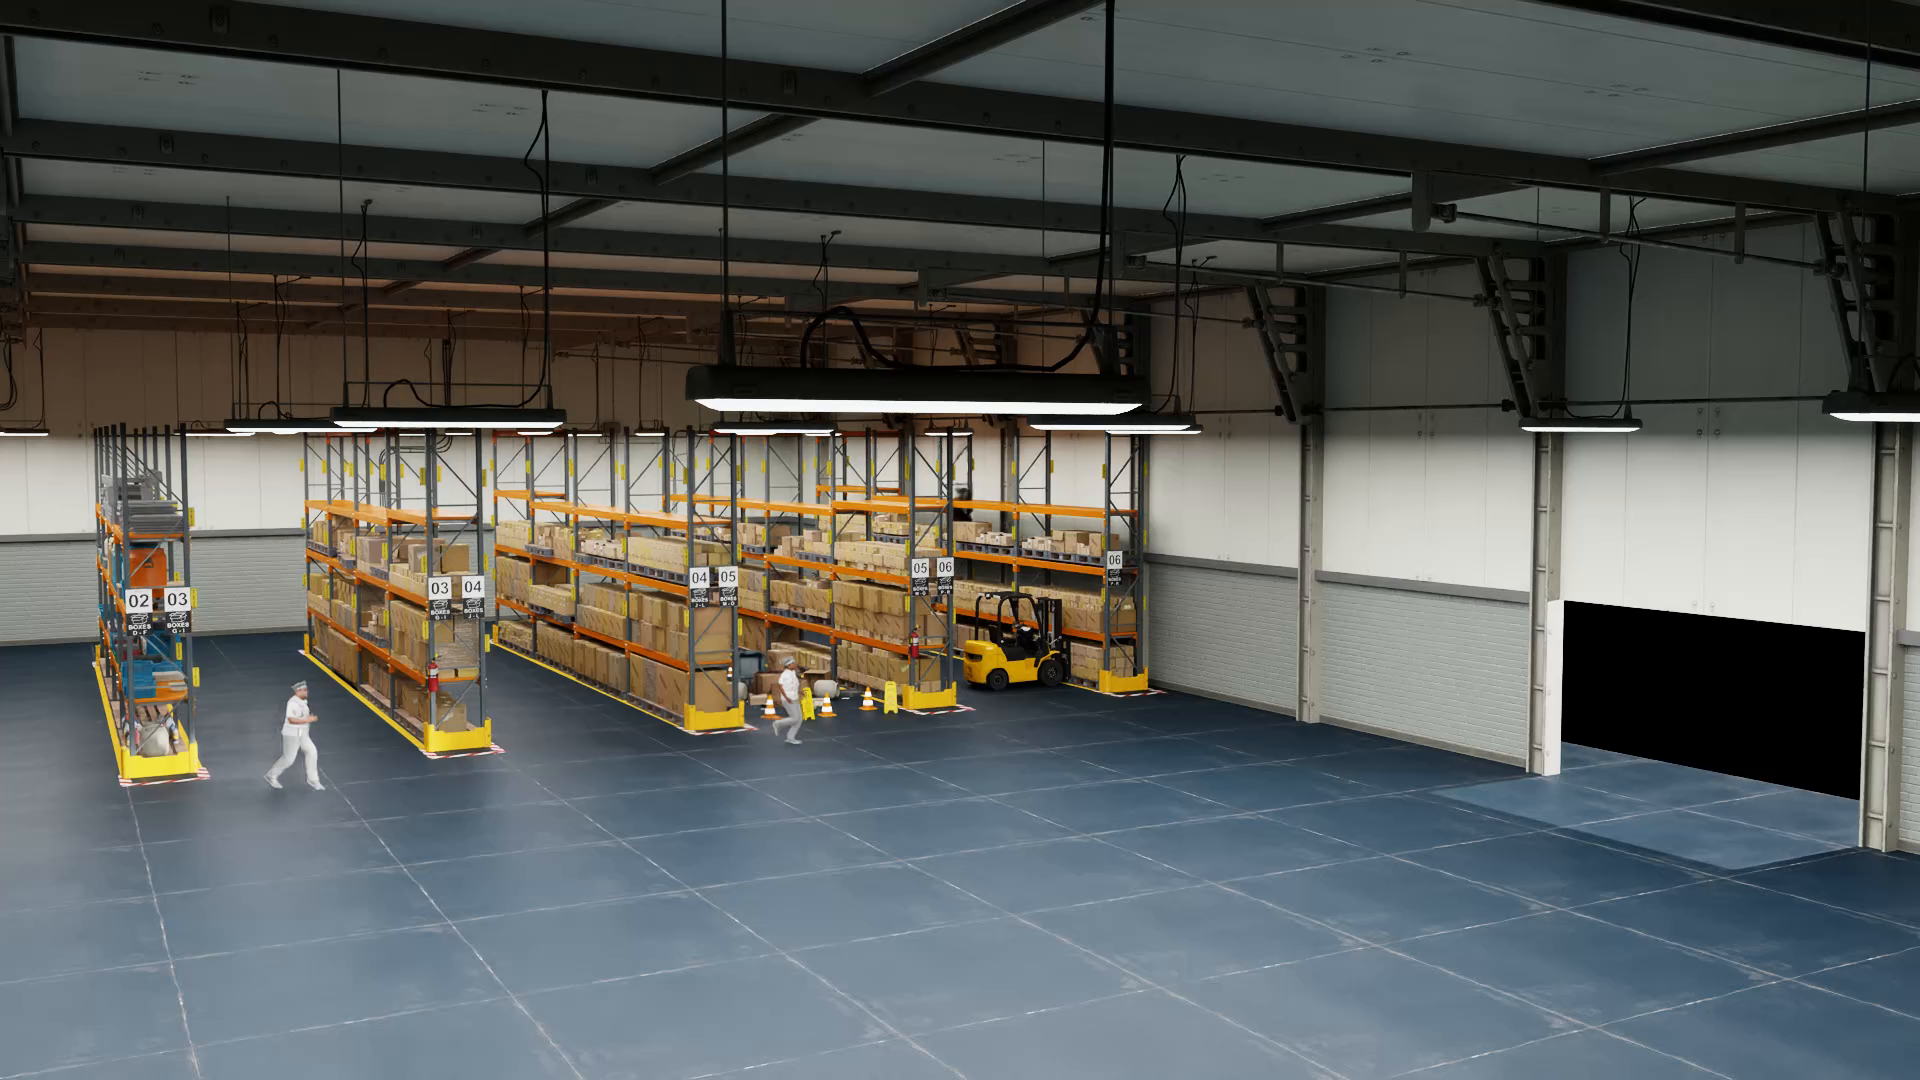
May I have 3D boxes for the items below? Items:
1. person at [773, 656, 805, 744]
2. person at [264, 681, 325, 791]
[{"bbox_3d":[-3.224,3.007,31.298,0.563,1.664,0.615,1,4,12],"label":"person"},{"bbox_3d":[-10.859,3.208,27.101,0.961,1.824,0.688,0,3,-4],"label":"person"}]
